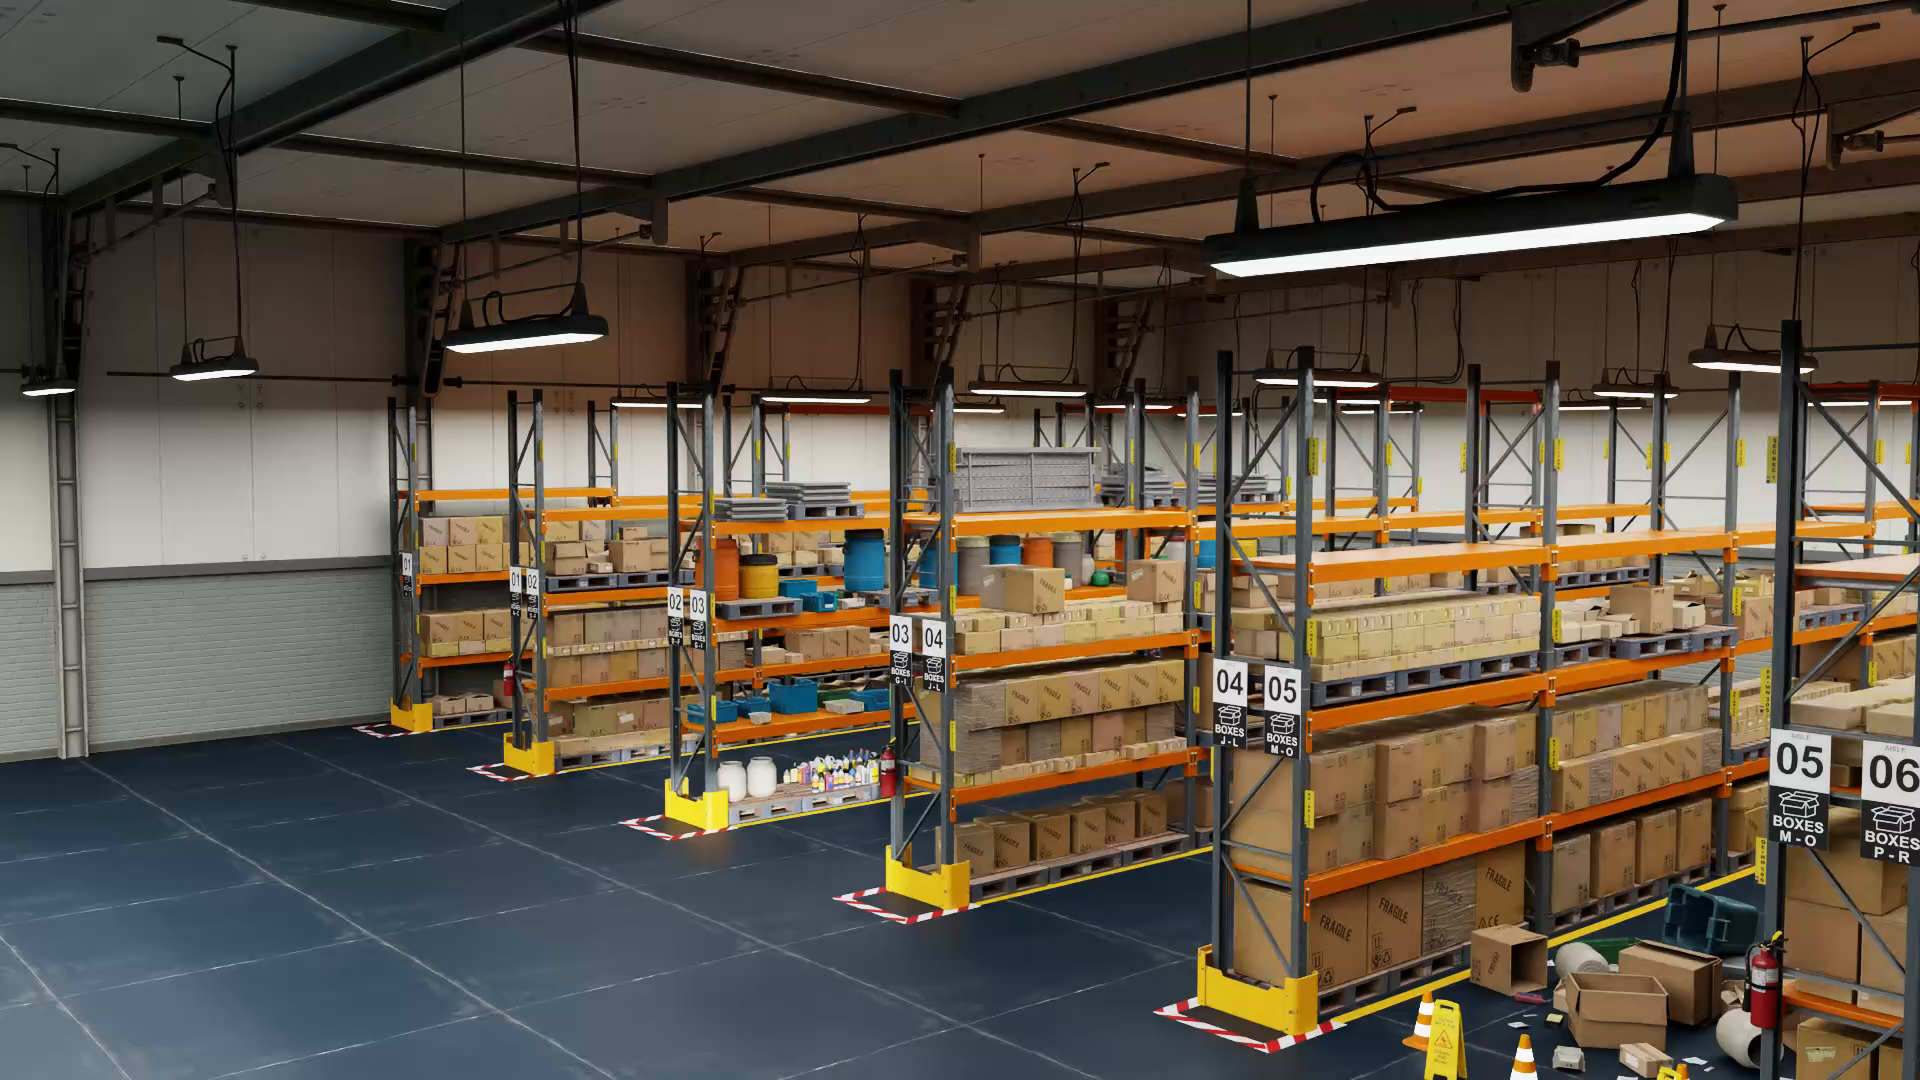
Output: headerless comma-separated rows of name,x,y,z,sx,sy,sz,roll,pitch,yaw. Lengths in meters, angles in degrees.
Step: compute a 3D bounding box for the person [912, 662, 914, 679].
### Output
person,-1.046,2.312,34.324,0.688,1.733,0.817,3,4,37
